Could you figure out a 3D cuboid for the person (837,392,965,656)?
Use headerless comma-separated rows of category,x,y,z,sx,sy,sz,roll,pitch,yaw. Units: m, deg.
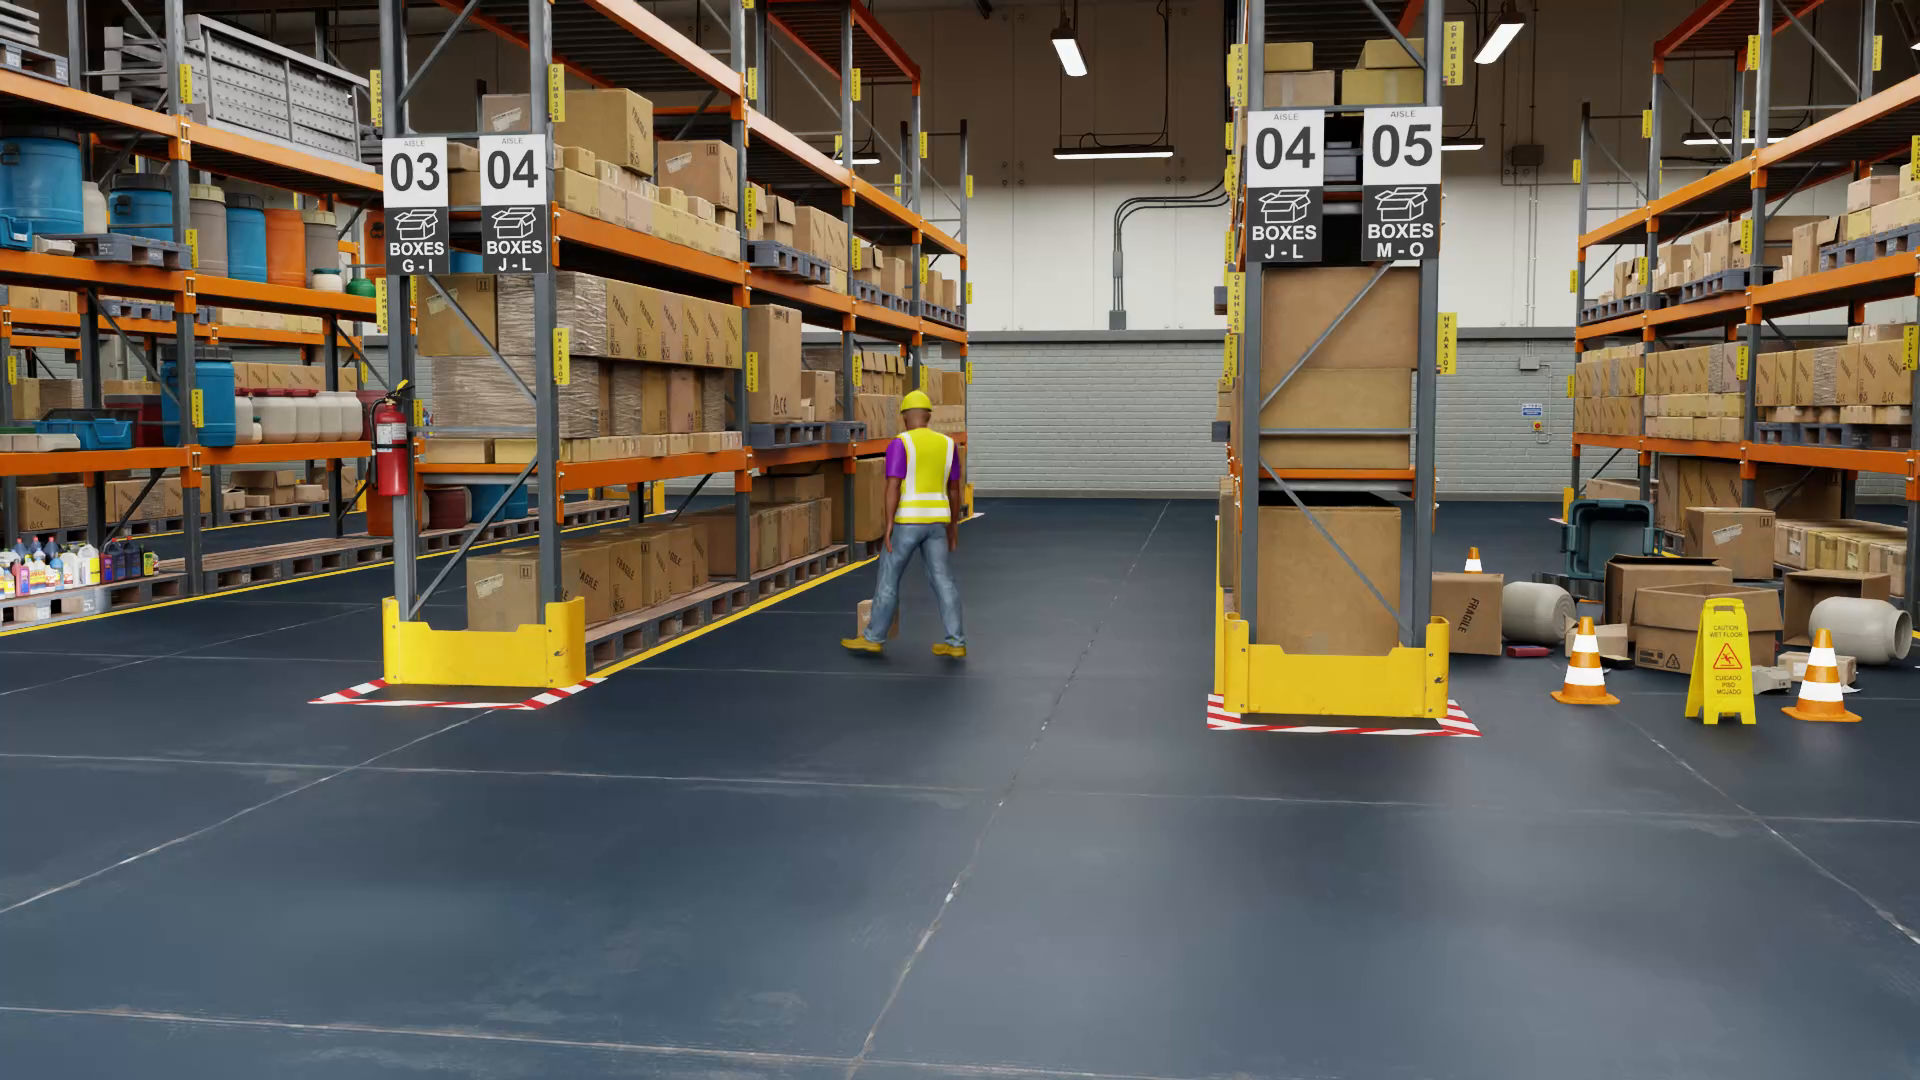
person,-0.329,-0.116,10.957,0.646,1.719,0.952,-3,5,-34
